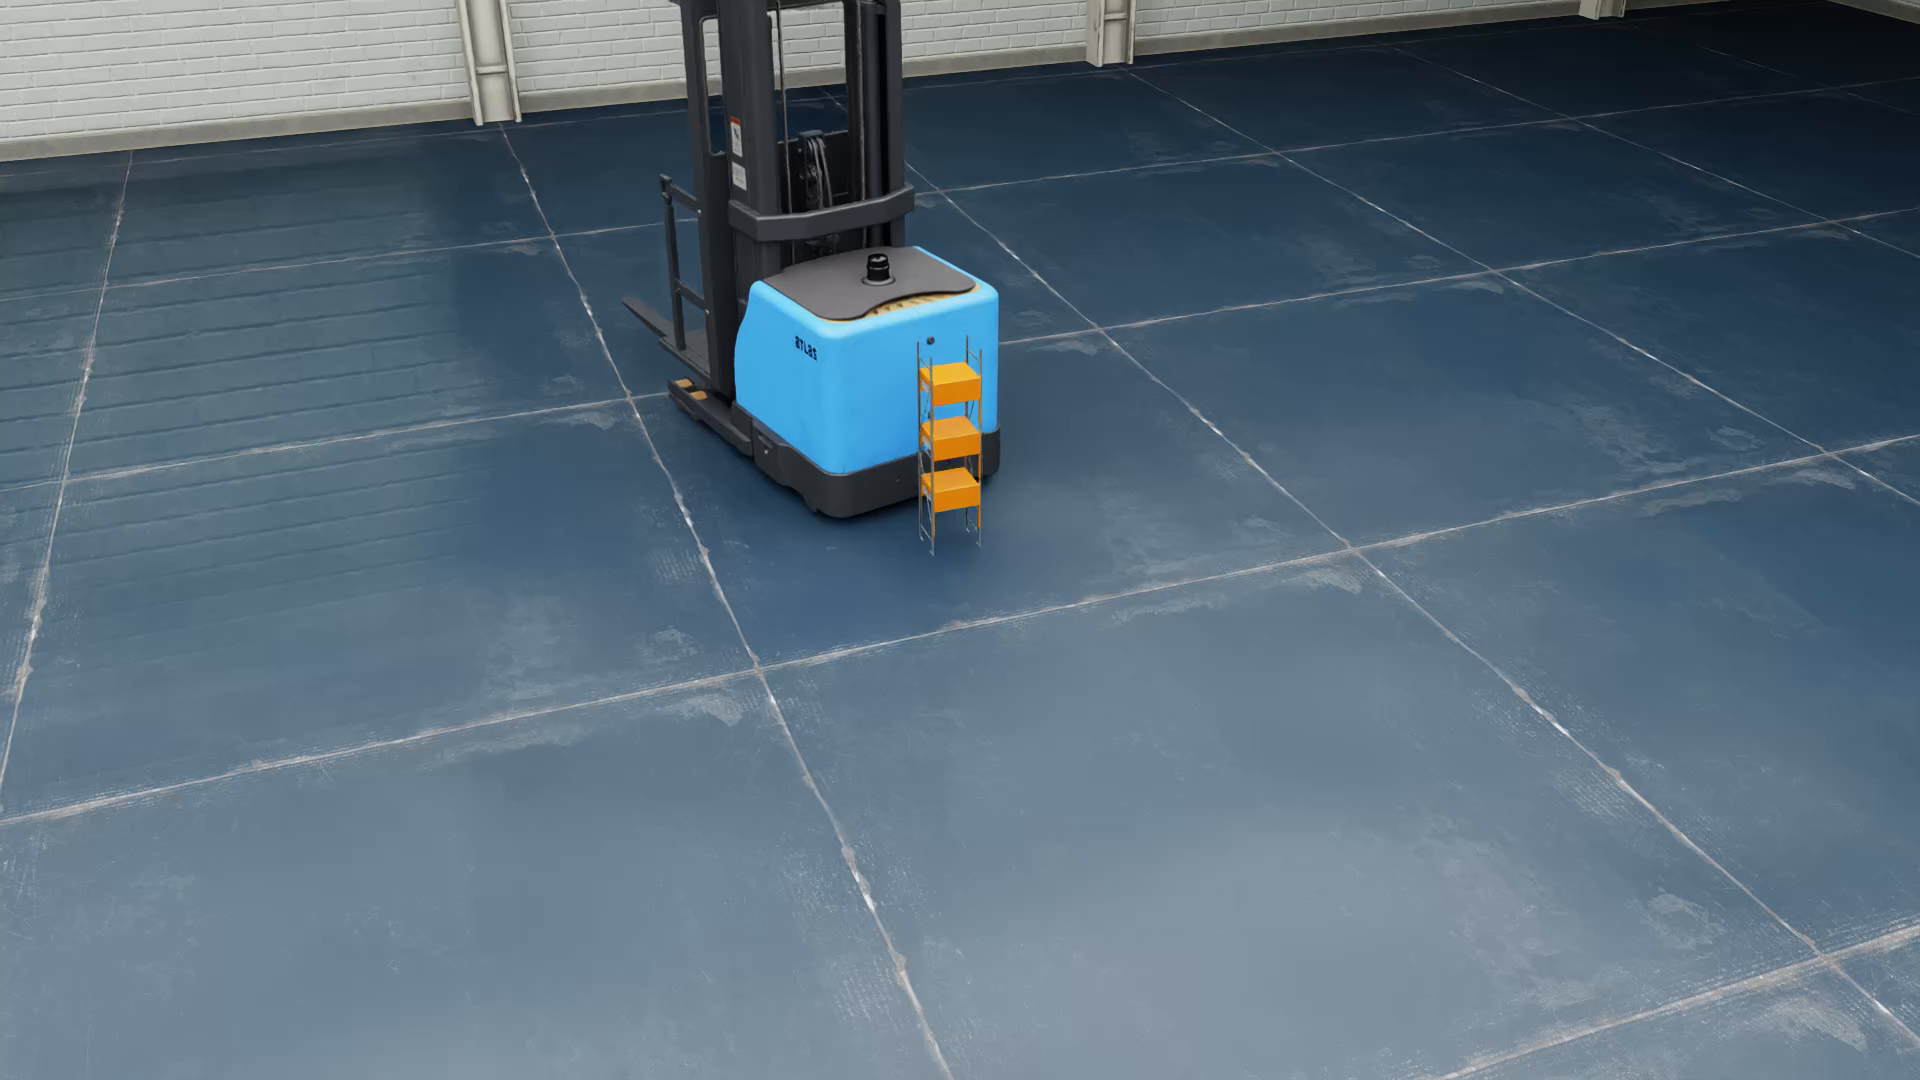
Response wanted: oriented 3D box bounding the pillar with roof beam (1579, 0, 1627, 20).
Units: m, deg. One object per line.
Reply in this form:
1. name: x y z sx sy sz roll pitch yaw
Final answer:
1. pillar with roof beam: 8.618 -7.743 12.750 0.400 9.000 9.100 -10 31 -18

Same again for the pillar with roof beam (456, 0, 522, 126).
1. pillar with roof beam: -2.629 -5.672 9.115 0.400 9.000 9.100 -10 31 -18

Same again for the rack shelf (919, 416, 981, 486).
1. rack shelf: -0.050 -0.438 7.979 0.240 0.259 0.215 -10 31 -18

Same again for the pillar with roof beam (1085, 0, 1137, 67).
1. pillar with roof beam: 2.994 -6.707 10.933 0.400 9.000 9.100 -10 31 -18

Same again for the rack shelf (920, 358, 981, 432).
1. rack shelf: -0.050 -0.684 7.839 0.240 0.259 0.215 -10 31 -18

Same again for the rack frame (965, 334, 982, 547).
1. rack frame: 0.064 -0.468 8.011 0.008 1.050 0.200 -10 31 -18

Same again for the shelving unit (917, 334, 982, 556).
1. shelving unit: -0.050 -0.447 7.974 0.252 1.050 0.215 -10 31 -18

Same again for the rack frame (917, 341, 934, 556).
1. rack frame: -0.164 -0.426 7.937 0.008 1.050 0.200 -10 31 -18

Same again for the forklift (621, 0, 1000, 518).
1. forklift: -1.022 -2.070 8.922 1.130 2.935 3.031 -18 34 -29

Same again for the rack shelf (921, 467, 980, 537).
1. rack shelf: -0.050 -0.196 8.117 0.240 0.259 0.215 -10 31 -18
